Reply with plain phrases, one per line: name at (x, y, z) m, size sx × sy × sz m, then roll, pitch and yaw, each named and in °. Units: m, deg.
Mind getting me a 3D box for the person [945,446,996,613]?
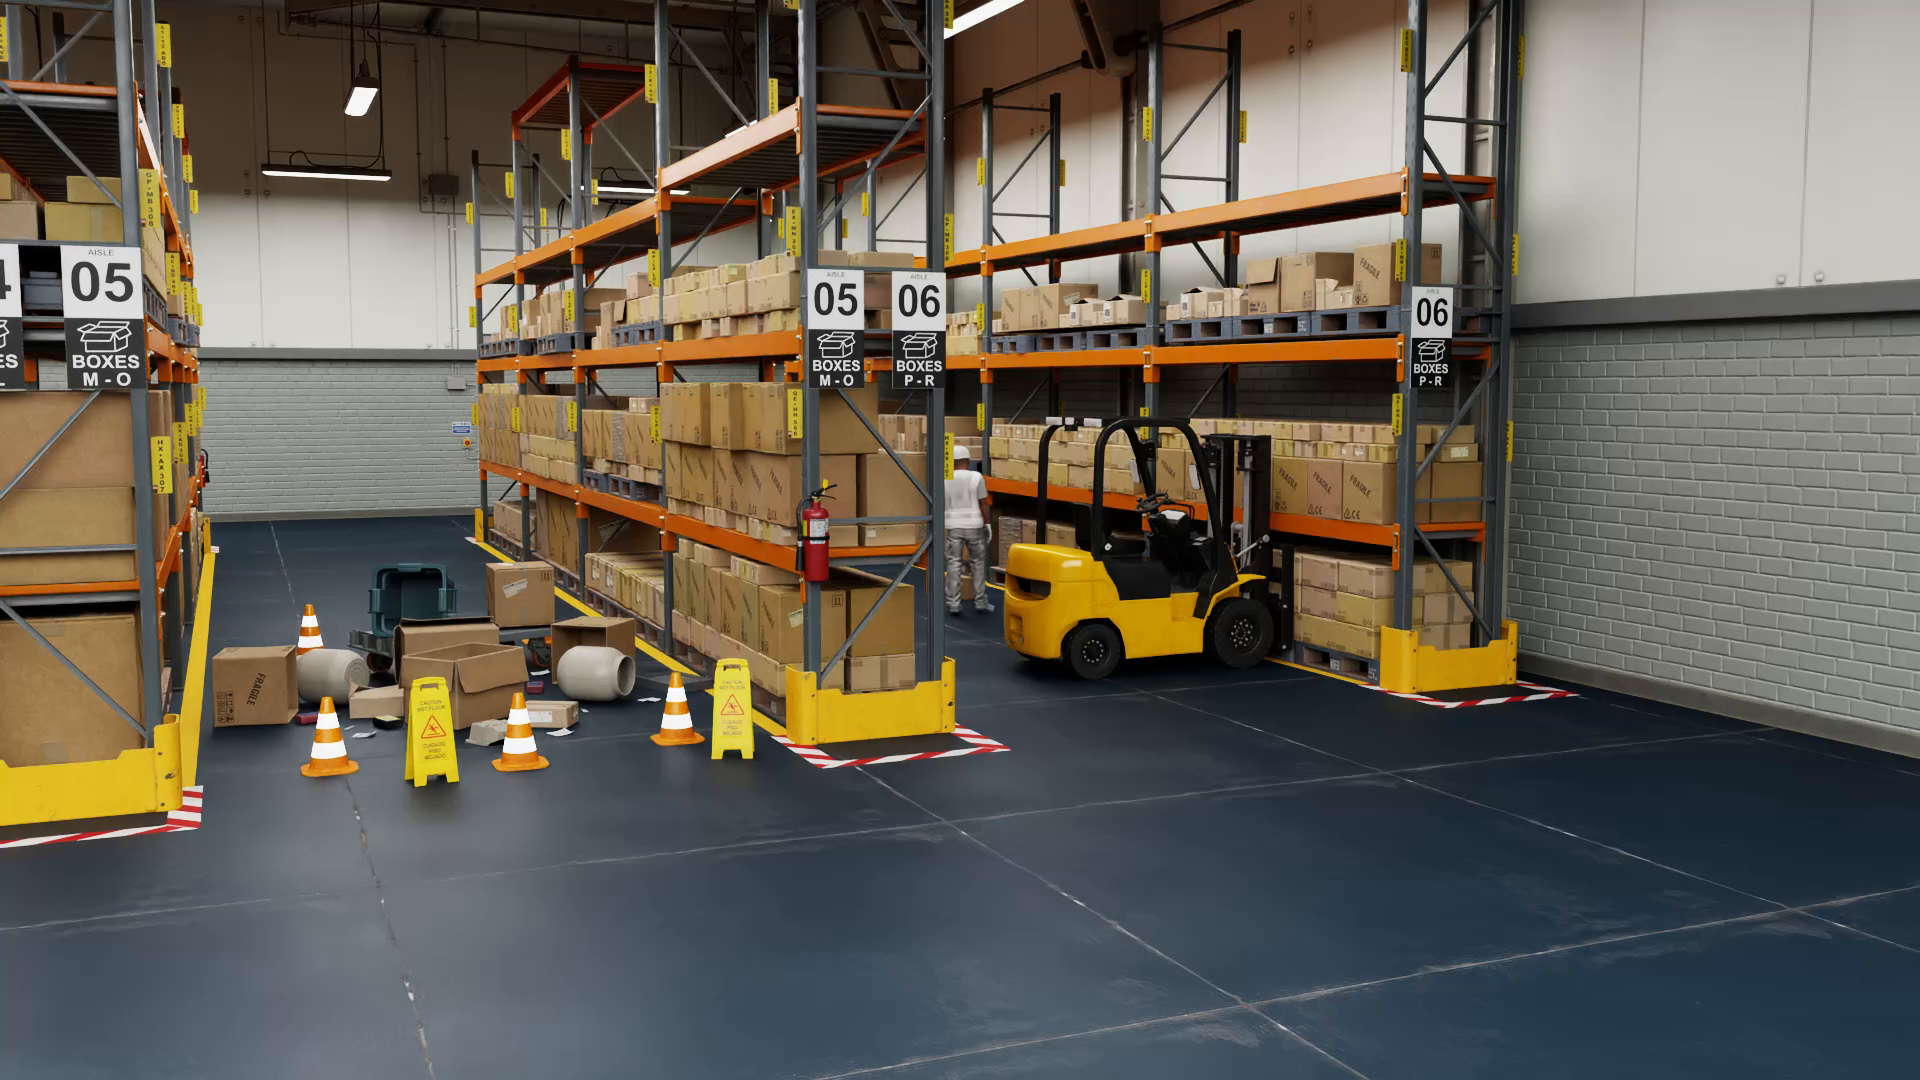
person at (0.036, -0.105, 17.807) m, size 0.638 × 1.797 × 0.670 m, roll 1°, pitch 5°, yaw 8°
